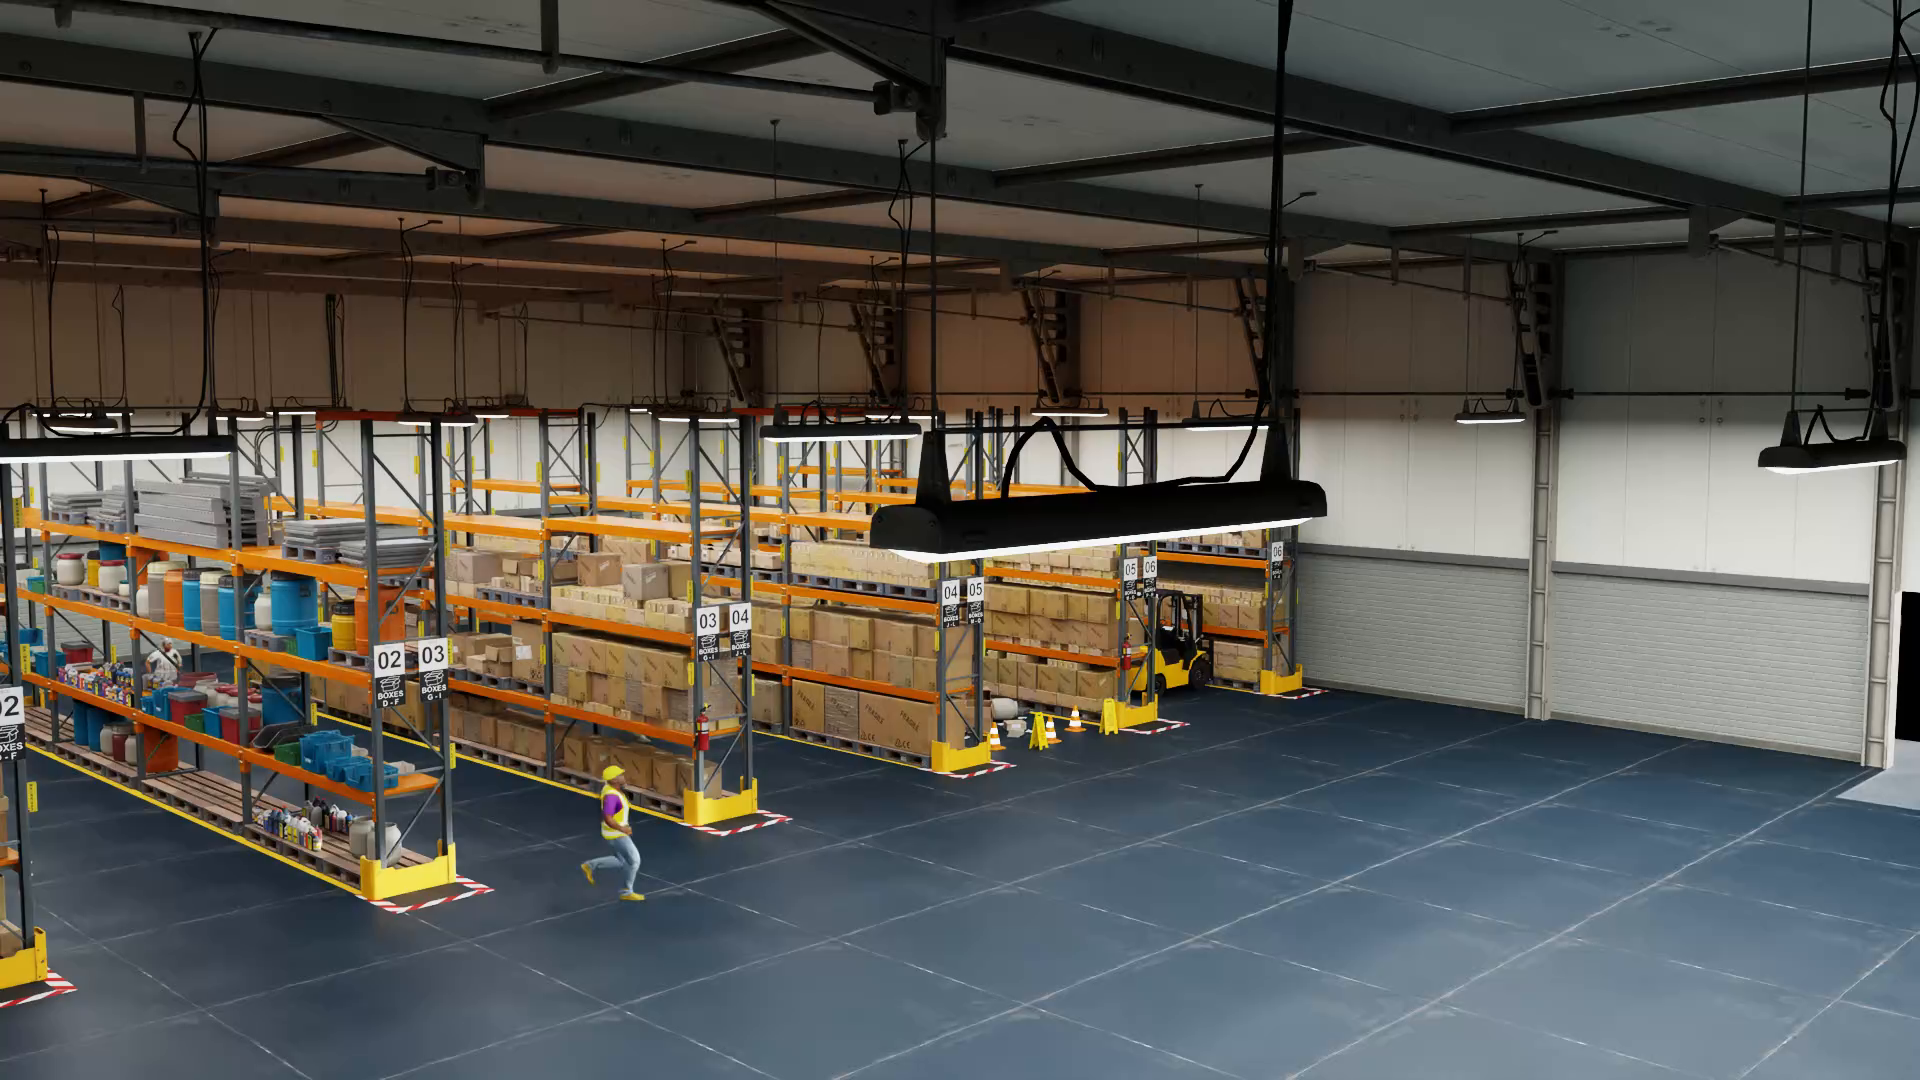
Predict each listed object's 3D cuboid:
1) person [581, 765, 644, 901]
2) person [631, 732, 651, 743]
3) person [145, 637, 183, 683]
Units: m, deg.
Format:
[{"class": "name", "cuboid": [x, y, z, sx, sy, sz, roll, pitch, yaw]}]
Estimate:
[{"class": "person", "cuboid": [-4.350, 3.658, 20.678, 0.713, 1.723, 0.715, -2, 5, -20]}, {"class": "person", "cuboid": [-5.700, 2.804, 30.067, 0.592, 1.737, 0.682, 3, 6, 30]}, {"class": "person", "cuboid": [-15.208, 2.688, 31.895, 0.765, 1.673, 0.573, 3, 6, 33]}]
